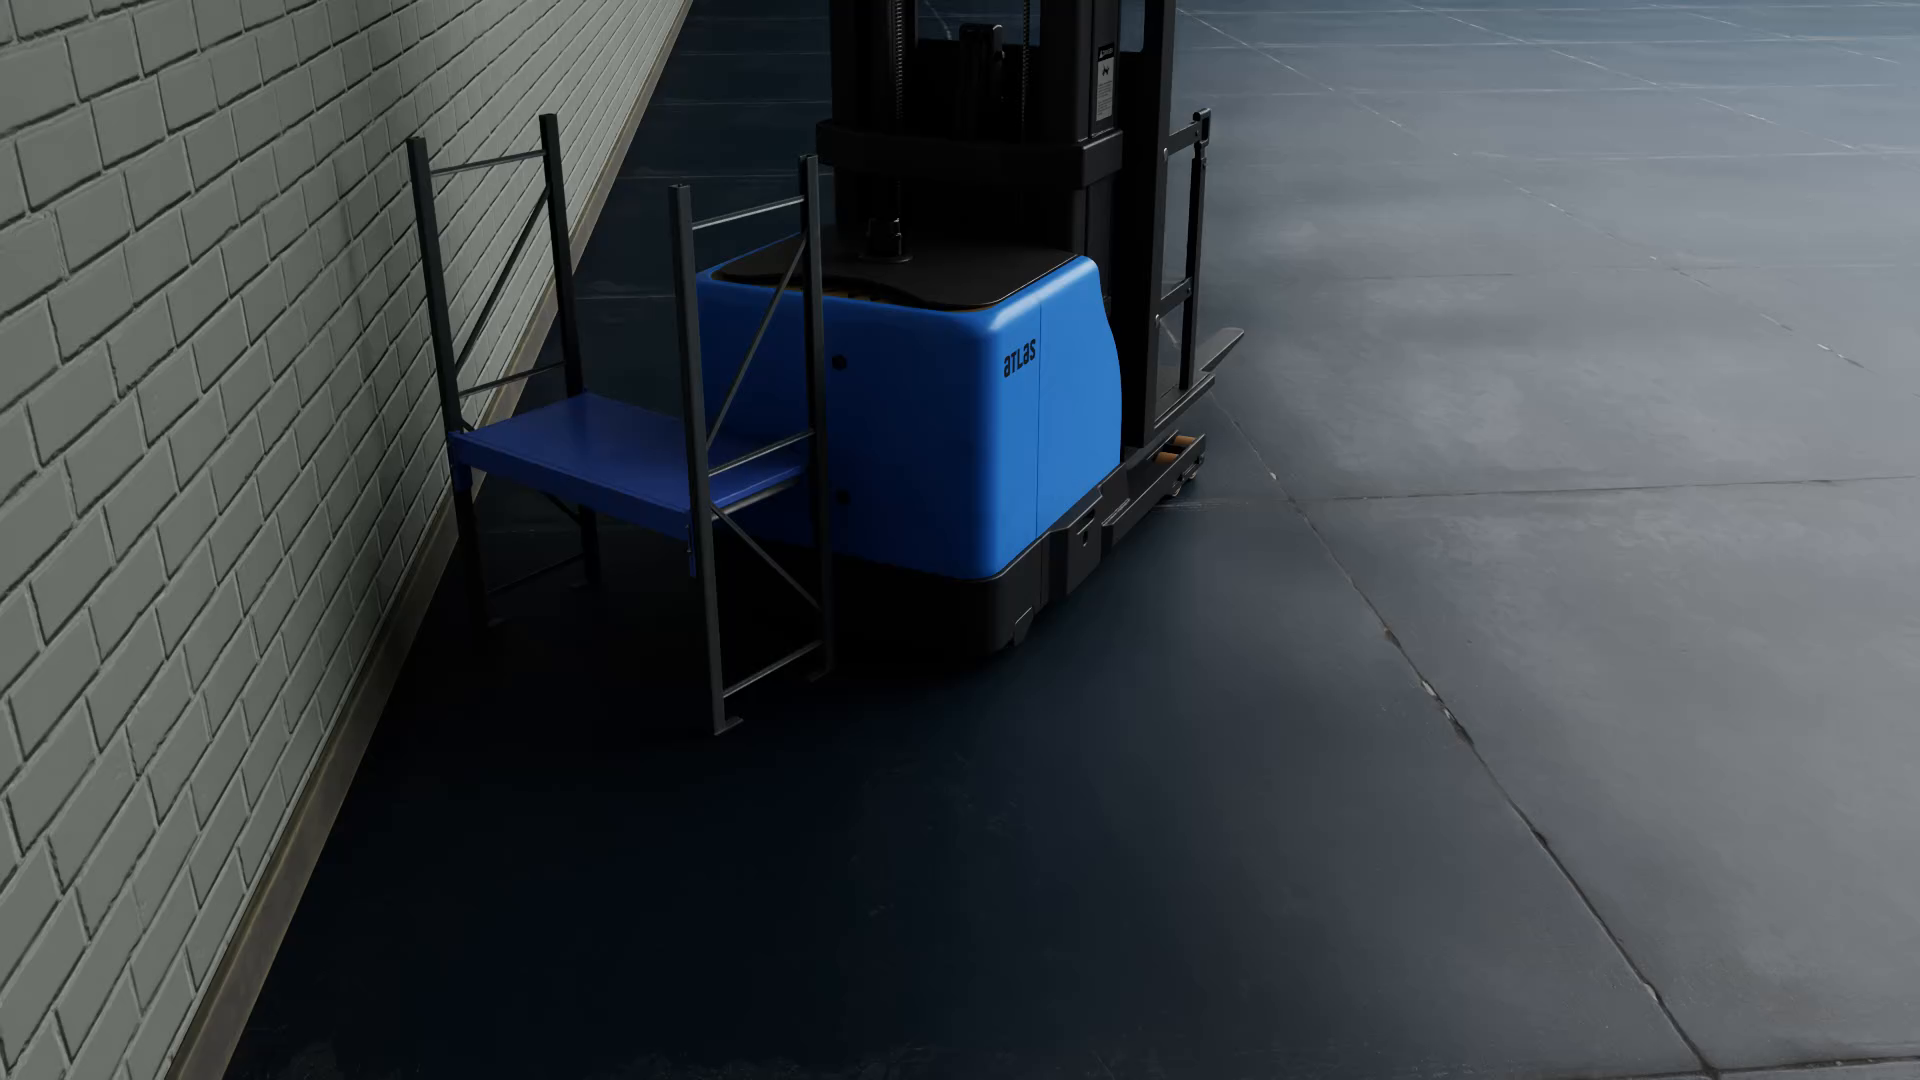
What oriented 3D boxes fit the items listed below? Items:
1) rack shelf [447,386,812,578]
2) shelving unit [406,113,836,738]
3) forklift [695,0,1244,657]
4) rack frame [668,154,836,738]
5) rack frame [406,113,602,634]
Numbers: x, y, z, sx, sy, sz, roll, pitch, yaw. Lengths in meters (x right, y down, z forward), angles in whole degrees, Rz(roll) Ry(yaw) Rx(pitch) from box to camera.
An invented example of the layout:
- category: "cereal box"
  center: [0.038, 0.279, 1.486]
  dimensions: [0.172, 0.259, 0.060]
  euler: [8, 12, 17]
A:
- category: "rack shelf"
  center: [-0.935, -0.191, 4.776]
  dimensions: [1.000, 0.185, 0.538]
  euler: [17, 29, 34]
- category: "shelving unit"
  center: [-0.935, -0.355, 4.703]
  dimensions: [1.048, 1.500, 0.538]
  euler: [17, 29, 34]
- category: "forklift"
  center: [0.274, -1.566, 5.665]
  dimensions: [1.130, 2.935, 3.031]
  euler: [11, 26, 24]
- category: "rack frame"
  center: [-0.530, -0.230, 4.421]
  dimensions: [0.032, 1.500, 0.500]
  euler: [17, 29, 34]
- category: "rack frame"
  center: [-1.339, -0.480, 4.984]
  dimensions: [0.032, 1.500, 0.500]
  euler: [17, 29, 34]
